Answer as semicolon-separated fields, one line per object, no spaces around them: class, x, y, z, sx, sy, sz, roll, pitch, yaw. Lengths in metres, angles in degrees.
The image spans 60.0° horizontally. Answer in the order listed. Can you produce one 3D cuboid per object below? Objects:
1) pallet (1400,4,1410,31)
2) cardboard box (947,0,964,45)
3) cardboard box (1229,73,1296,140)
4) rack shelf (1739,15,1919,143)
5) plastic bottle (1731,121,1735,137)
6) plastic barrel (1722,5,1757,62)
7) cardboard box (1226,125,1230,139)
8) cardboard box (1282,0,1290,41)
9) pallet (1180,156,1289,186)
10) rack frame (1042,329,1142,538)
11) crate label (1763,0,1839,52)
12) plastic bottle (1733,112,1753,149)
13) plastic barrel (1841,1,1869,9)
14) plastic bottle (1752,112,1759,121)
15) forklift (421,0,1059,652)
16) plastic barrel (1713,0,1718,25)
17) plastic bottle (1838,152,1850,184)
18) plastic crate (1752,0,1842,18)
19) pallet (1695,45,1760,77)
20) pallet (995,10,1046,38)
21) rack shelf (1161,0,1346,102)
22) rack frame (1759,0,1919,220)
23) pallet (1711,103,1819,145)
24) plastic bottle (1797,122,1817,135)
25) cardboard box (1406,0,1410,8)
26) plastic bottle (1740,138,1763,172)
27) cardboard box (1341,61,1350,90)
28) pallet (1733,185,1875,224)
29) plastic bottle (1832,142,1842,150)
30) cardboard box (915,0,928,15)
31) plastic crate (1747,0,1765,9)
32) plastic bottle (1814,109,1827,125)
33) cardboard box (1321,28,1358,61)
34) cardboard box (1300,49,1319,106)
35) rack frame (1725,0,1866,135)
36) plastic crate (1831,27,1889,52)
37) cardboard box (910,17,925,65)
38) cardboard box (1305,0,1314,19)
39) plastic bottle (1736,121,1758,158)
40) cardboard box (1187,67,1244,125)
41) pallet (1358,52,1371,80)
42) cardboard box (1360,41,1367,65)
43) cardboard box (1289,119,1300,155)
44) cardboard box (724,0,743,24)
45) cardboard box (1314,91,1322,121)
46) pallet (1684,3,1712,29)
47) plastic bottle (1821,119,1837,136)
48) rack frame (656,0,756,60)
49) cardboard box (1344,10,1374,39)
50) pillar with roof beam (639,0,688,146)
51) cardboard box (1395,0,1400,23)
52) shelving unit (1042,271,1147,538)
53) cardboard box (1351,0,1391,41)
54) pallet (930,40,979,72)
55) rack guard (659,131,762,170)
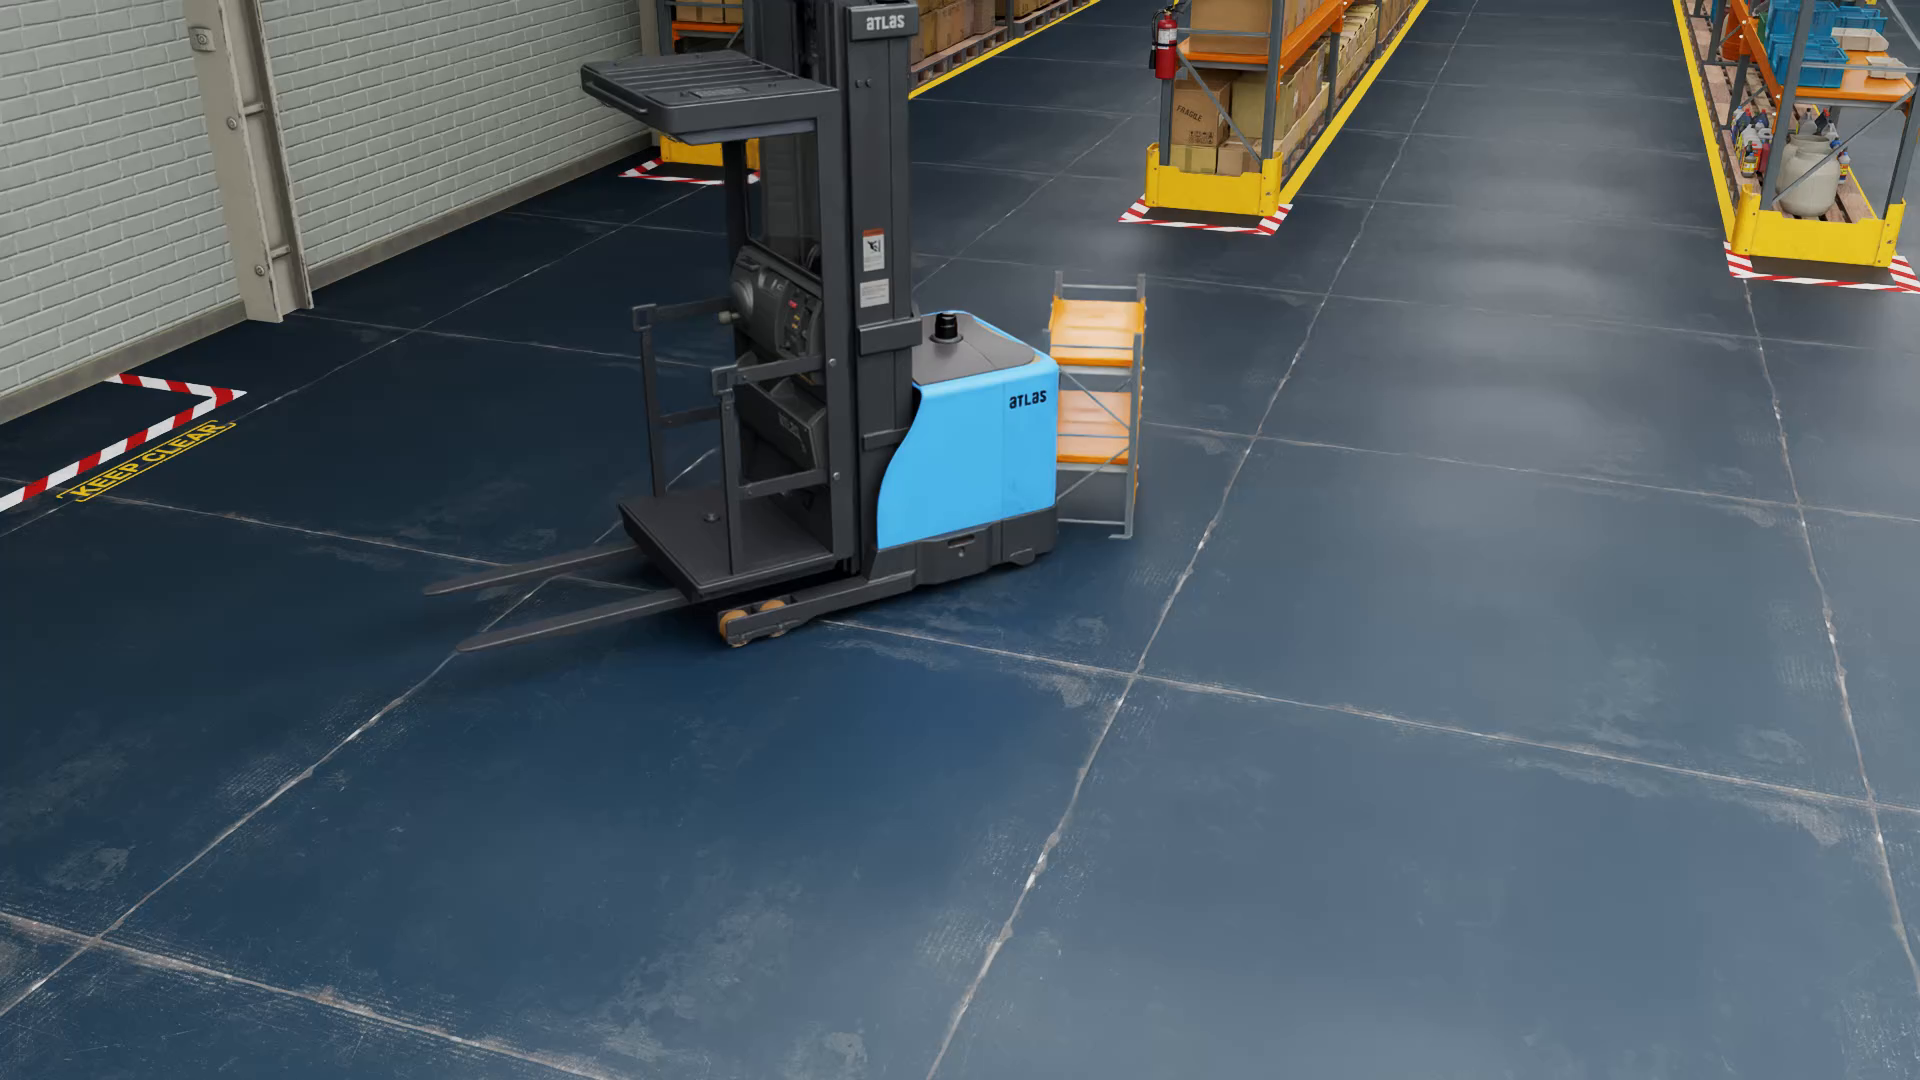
pallet;6.020;-7.690;24.390;1.003;0.211;1.213;9;27;17
cardboard box;-0.359;-6.724;21.559;0.700;0.500;0.500;9;27;17
cardboard box;2.815;-4.036;15.457;0.500;0.500;0.500;9;27;17
rack shelf;7.597;-4.131;14.666;1.077;0.370;4.000;9;27;17
plastic bottle;7.676;-4.065;16.409;0.097;0.201;0.097;0;26;0
plastic barrel;9.741;-6.337;20.404;0.600;0.830;0.708;9;27;17
cardboard box;2.317;-3.775;15.778;0.500;0.250;0.500;9;27;17
cardboard box;2.600;-4.805;15.117;0.700;0.500;0.500;9;27;19
pallet;2.477;-3.419;15.568;1.003;0.211;1.213;9;27;17
rack frame;0.661;-0.534;8.561;0.500;1.125;0.032;3;26;6
crate label;7.289;-4.445;14.448;0.502;0.435;0.616;9;27;17
plastic bottle;7.540;-3.934;15.968;0.144;0.351;0.185;8;27;15
plastic barrel;8.677;-5.618;16.335;0.600;0.901;0.708;9;27;17
plastic bottle;7.762;-4.033;16.250;0.061;0.283;0.133;9;27;17
forklift;-1.037;-1.088;7.634;3.031;2.935;1.130;-14;29;-27
plastic barrel;10.492;-7.297;22.305;0.600;0.901;0.708;9;27;17
plastic bottle;7.829;-3.303;14.756;0.097;0.271;0.097;0;26;0
plastic crate;7.969;-5.053;15.814;0.767;0.338;0.504;9;27;17
pallet;9.817;-5.996;20.892;1.003;0.211;1.213;9;27;17
pallet;0.585;-7.416;23.824;1.003;0.211;1.213;9;27;17
rack shelf;2.928;-4.851;16.153;1.077;0.370;4.000;9;27;17
rack frame;6.932;-3.633;12.812;1.000;3.000;0.127;9;27;17
pallet;8.488;-4.350;17.493;1.003;0.211;1.213;9;27;17
plastic bottle;8.108;-3.875;15.932;0.152;0.276;0.135;9;27;17
cardboard box;6.361;-8.113;24.428;0.500;0.500;0.500;9;27;17
plastic bottle;7.239;-3.523;15.206;0.152;0.276;0.135;9;27;18
cardboard box;4.132;-5.288;18.903;0.500;0.250;0.500;9;27;19
pallet;7.188;-2.749;14.186;1.003;0.211;1.213;9;27;17
plastic bottle;7.976;-3.485;15.132;0.097;0.271;0.097;0;26;0
cardboard box;-0.707;-6.611;20.464;0.500;0.250;0.500;8;27;16
plastic crate;8.135;-5.549;16.696;0.402;0.464;0.583;9;27;17
plastic bottle;8.320;-3.976;16.056;0.144;0.351;0.185;8;27;16
cardboard box;4.308;-5.752;19.219;0.500;0.311;0.500;8;27;16
cardboard box;3.305;-4.654;16.733;0.500;0.500;0.500;9;27;17
rack frame;8.263;-5.277;16.207;1.000;3.000;0.127;9;27;17
plastic crate;7.961;-4.454;14.811;0.530;0.136;0.437;9;27;17
cardboard box;-0.850;-6.092;20.253;0.700;0.500;0.500;10;27;19
cardboard box;3.111;-5.435;16.419;0.700;0.500;0.500;9;27;18
plastic bottle;7.399;-3.759;15.607;0.144;0.351;0.185;9;27;17
cardboard box;2.479;-4.319;16.041;0.500;0.500;0.500;9;27;17
pallet;4.613;-6.053;21.010;1.003;0.211;1.213;9;27;17
cardboard box;4.641;-5.922;20.213;0.500;0.250;0.500;9;27;19
cardboard box;2.980;-3.904;16.045;0.500;0.250;0.500;9;27;17
cardboard box;-1.949;-5.166;16.127;0.500;0.250;0.500;8;27;16
cardboard box;3.469;-4.522;17.321;0.500;0.250;0.500;9;27;17
pallet;11.133;-7.617;24.241;1.003;0.211;1.213;9;27;17
plastic bottle;8.149;-3.765;15.619;0.144;0.351;0.185;9;27;17
rack frame;-2.411;-5.070;15.779;1.000;3.000;0.127;9;27;17
cardboard box;4.815;-6.379;20.513;0.500;0.311;0.500;8;27;17
pillar with roof beam;1.066;-7.559;14.036;9.100;9.000;0.400;9;27;17
cardboard box;5.854;-7.496;23.153;0.500;0.500;0.500;8;27;16
shelving unit;0.719;-0.754;9.016;0.538;1.125;1.048;3;26;6
cardboard box;5.345;-6.859;21.839;0.500;0.500;0.500;10;28;20
pallet;-0.418;-6.282;21.482;1.003;0.211;1.213;9;27;17
rack guard;-2.385;-3.976;16.389;1.175;0.500;0.348;9;27;17
